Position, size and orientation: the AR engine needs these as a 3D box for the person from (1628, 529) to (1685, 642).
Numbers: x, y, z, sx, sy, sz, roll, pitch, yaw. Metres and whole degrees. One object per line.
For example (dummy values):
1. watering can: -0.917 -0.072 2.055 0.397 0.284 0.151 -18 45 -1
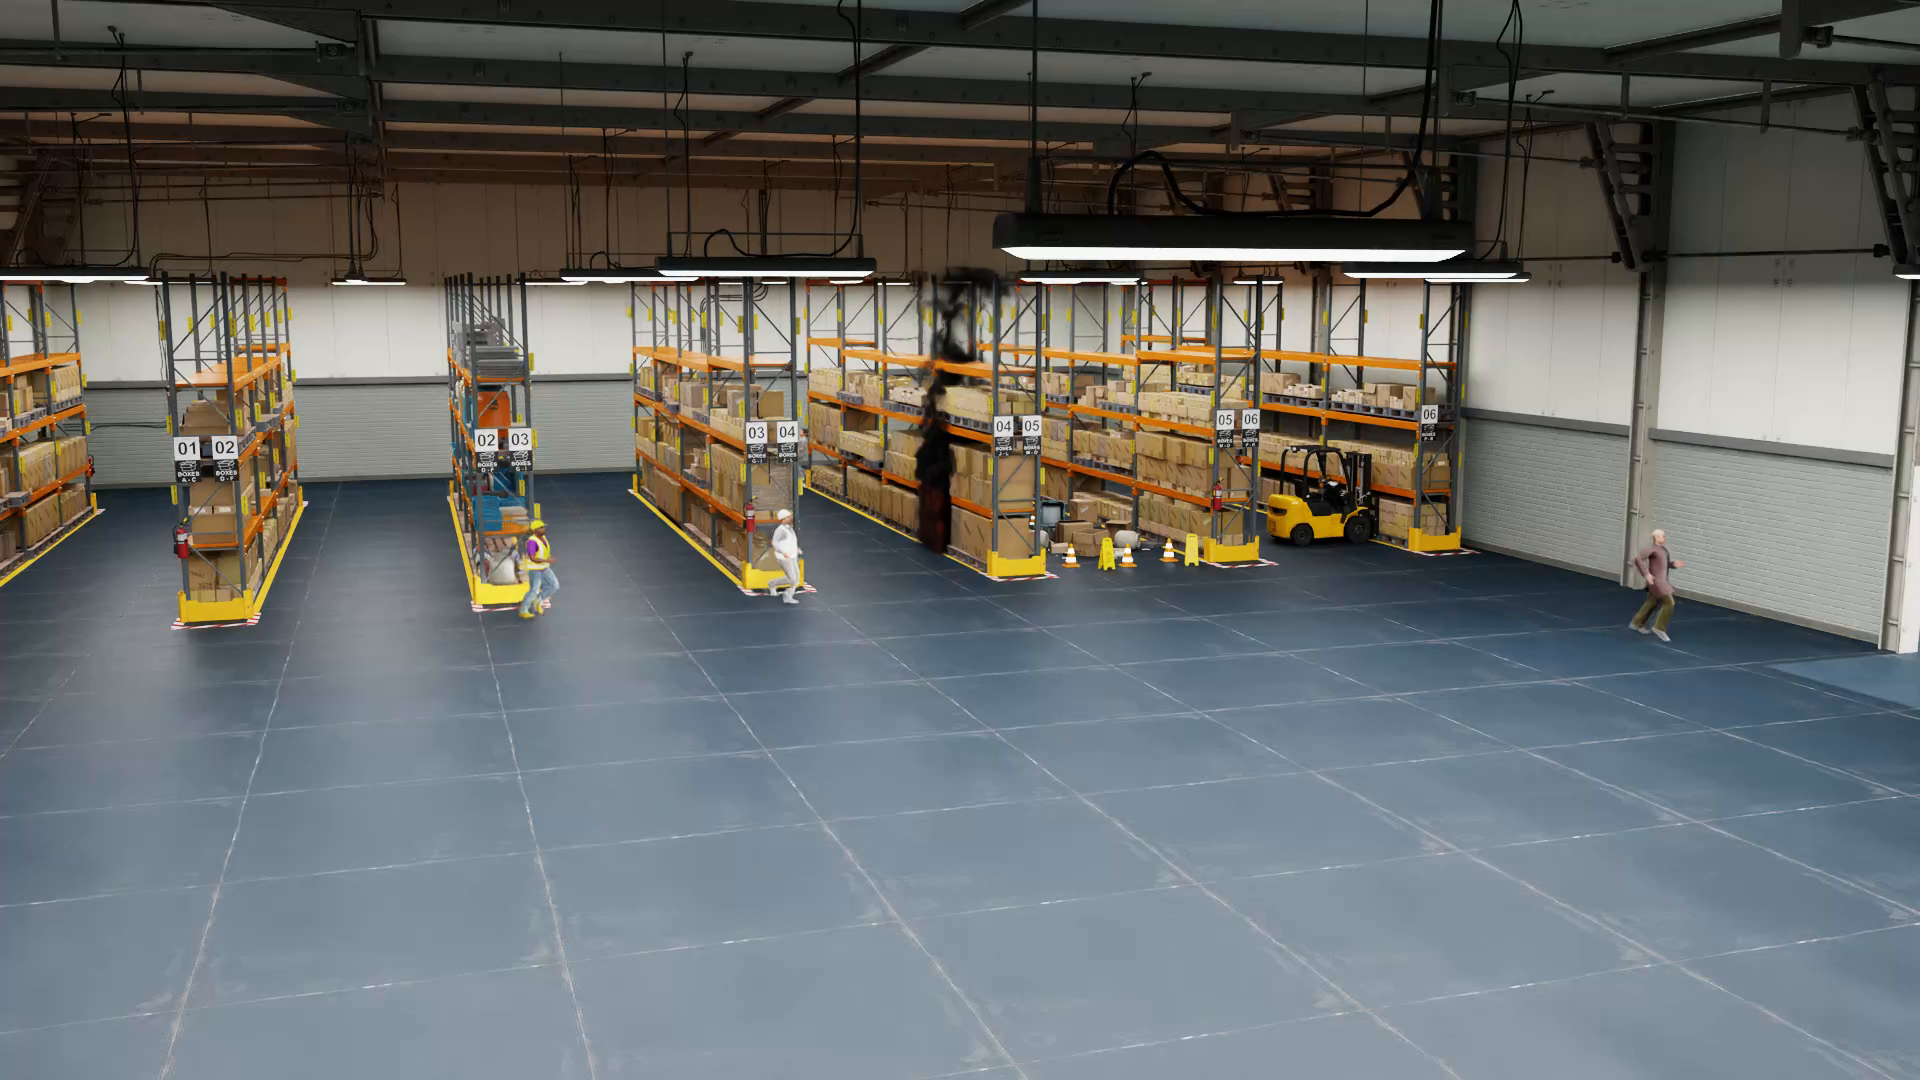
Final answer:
1. person: 11.446 0.743 27.322 0.825 1.842 0.668 6 10 32

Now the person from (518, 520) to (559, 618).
1. person: -7.321 0.492 29.004 0.796 1.715 0.725 2 9 16

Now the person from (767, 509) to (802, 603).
1. person: -3.211 0.304 30.425 0.597 1.732 0.661 3 9 16

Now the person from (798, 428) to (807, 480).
1. person: -4.817 -2.563 49.686 0.555 1.589 0.666 -1 9 -6
